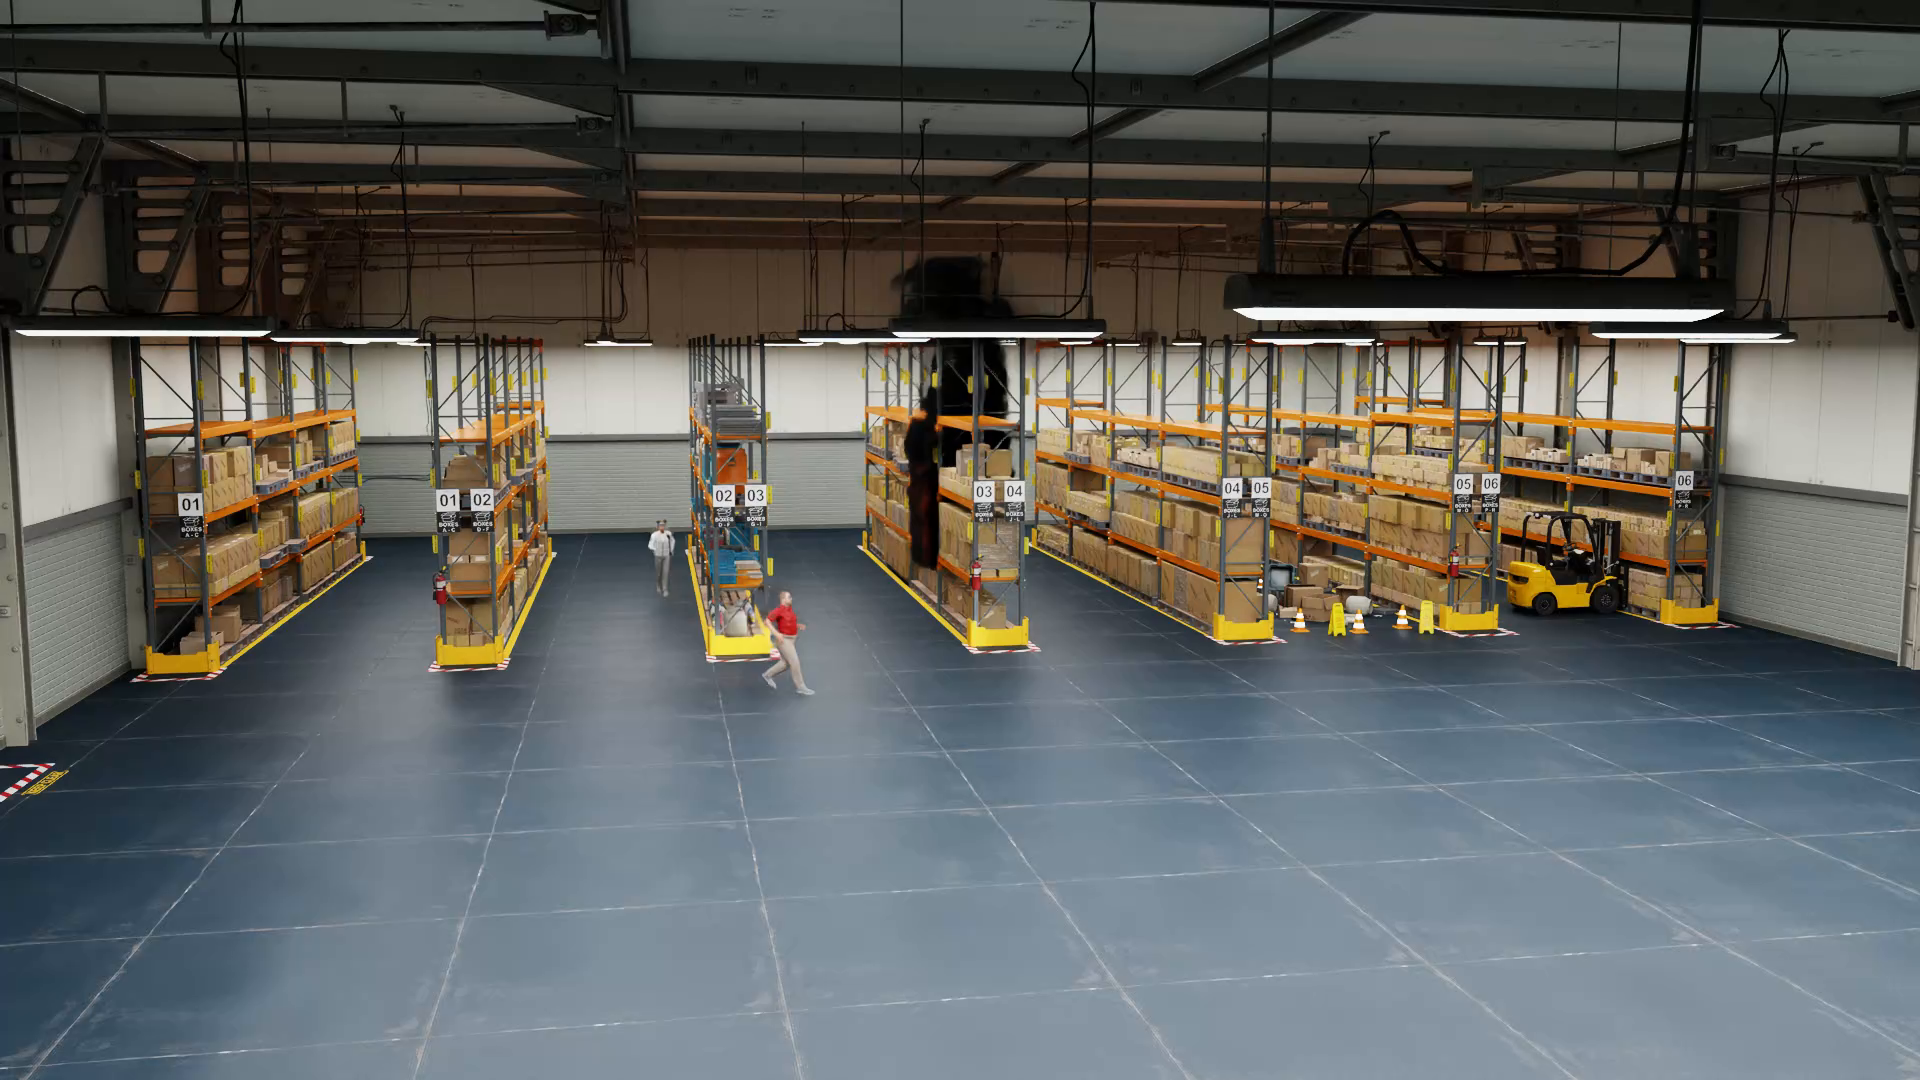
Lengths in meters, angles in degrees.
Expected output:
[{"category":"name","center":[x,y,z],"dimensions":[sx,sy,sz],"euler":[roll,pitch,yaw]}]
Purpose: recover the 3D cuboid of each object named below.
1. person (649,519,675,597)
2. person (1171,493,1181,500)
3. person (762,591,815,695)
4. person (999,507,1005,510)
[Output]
[{"category":"person","center":[-6.605,0.369,36.924],"dimensions":[0.600,1.696,0.820],"euler":[-2,7,-17]},{"category":"person","center":[6.536,-0.887,50.841],"dimensions":[0.619,1.615,0.664],"euler":[0,7,-3]},{"category":"person","center":[-2.873,1.698,27.630],"dimensions":[0.999,1.698,0.686],"euler":[2,7,14]},{"category":"person","center":[1.095,-0.557,47.385],"dimensions":[0.703,1.738,0.778],"euler":[0,7,3]}]
